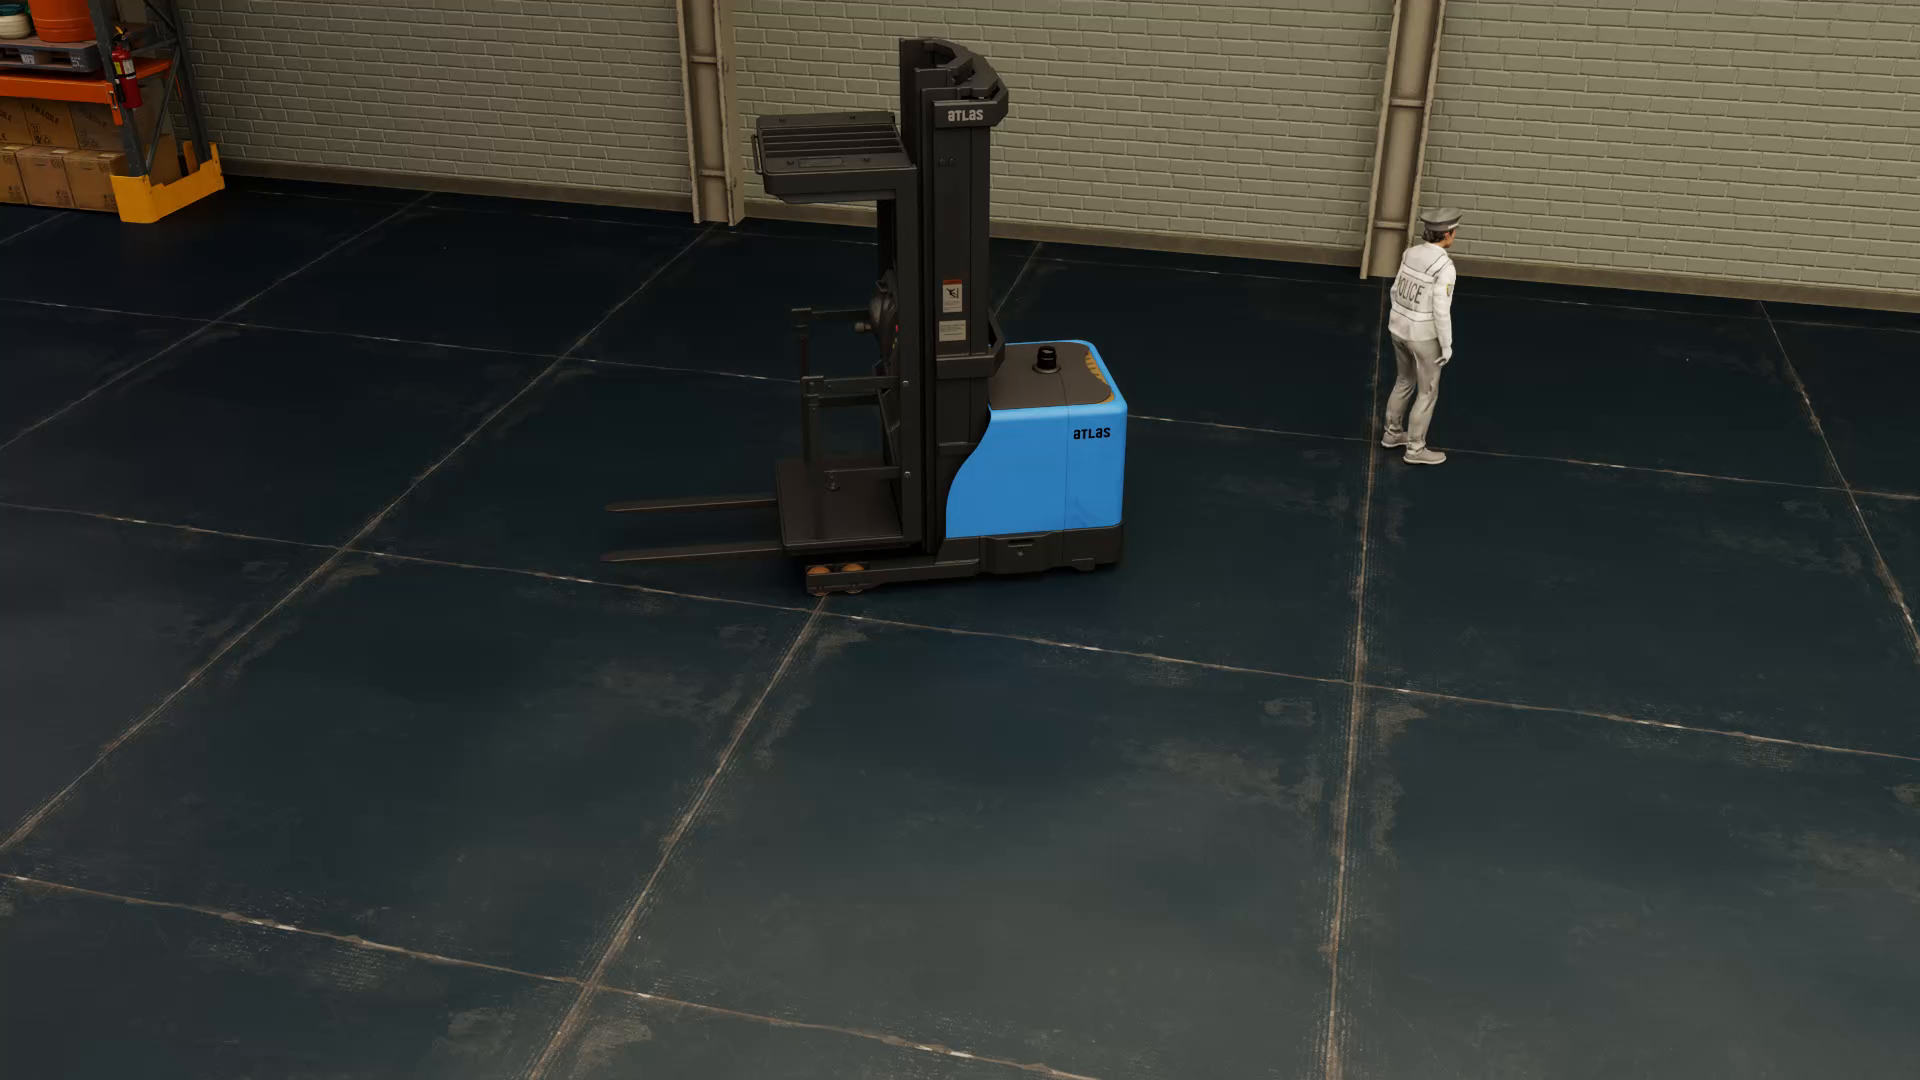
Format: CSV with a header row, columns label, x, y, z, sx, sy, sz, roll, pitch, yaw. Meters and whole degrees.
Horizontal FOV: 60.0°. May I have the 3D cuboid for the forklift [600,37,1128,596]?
label,x,y,z,sx,sy,sz,roll,pitch,yaw
forklift,-0.602,-1.232,9.345,3.031,2.935,1.130,-4,30,-7

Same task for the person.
label,x,y,z,sx,sy,sz,roll,pitch,yaw
person,2.992,-1.328,10.802,0.376,1.664,0.546,-12,32,-21
